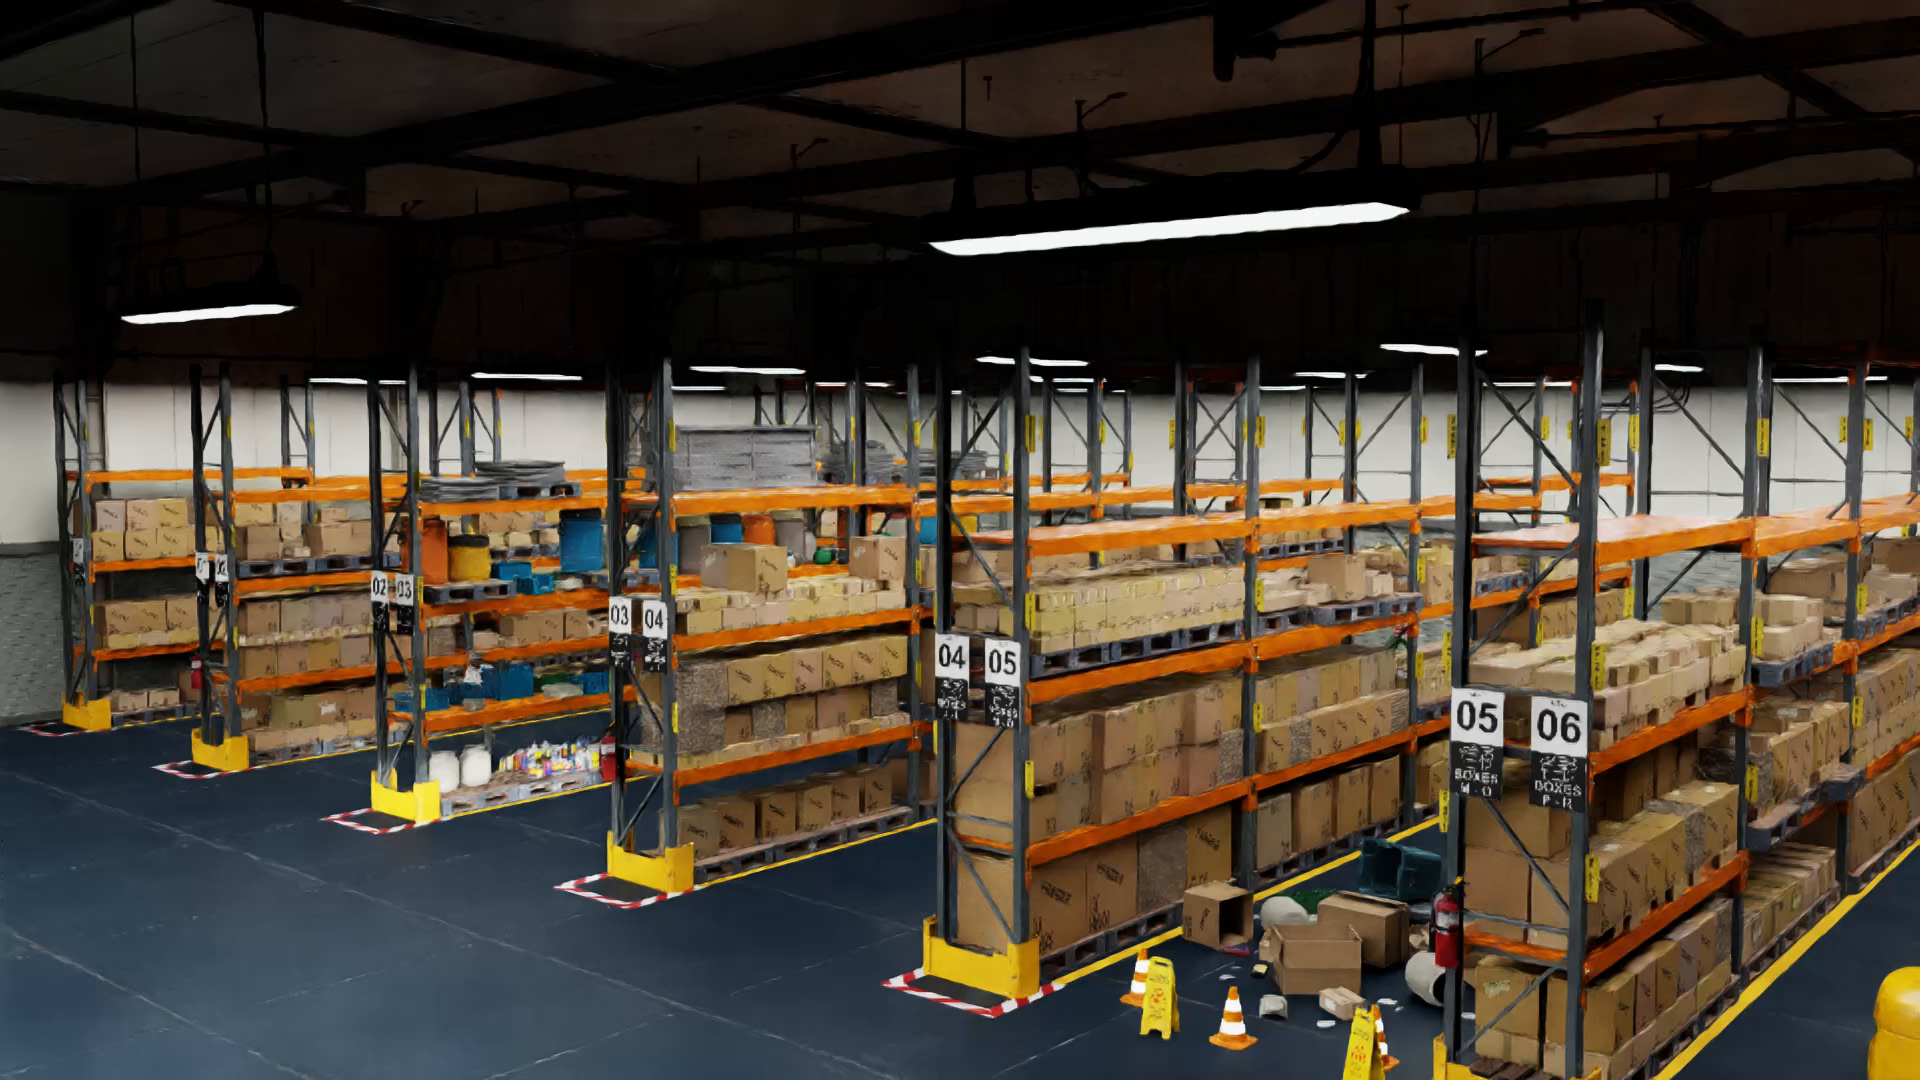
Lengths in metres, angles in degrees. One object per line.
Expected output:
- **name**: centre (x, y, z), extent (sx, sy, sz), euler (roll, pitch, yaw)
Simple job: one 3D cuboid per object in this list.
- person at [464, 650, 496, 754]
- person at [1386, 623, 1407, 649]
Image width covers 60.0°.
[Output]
- **person**: centre (-7.395, 2.484, 25.879), extent (0.612, 1.607, 0.825), euler (2, 4, 23)
- **person**: centre (8.930, 1.904, 33.315), extent (0.841, 1.734, 0.596), euler (-2, 5, -29)
